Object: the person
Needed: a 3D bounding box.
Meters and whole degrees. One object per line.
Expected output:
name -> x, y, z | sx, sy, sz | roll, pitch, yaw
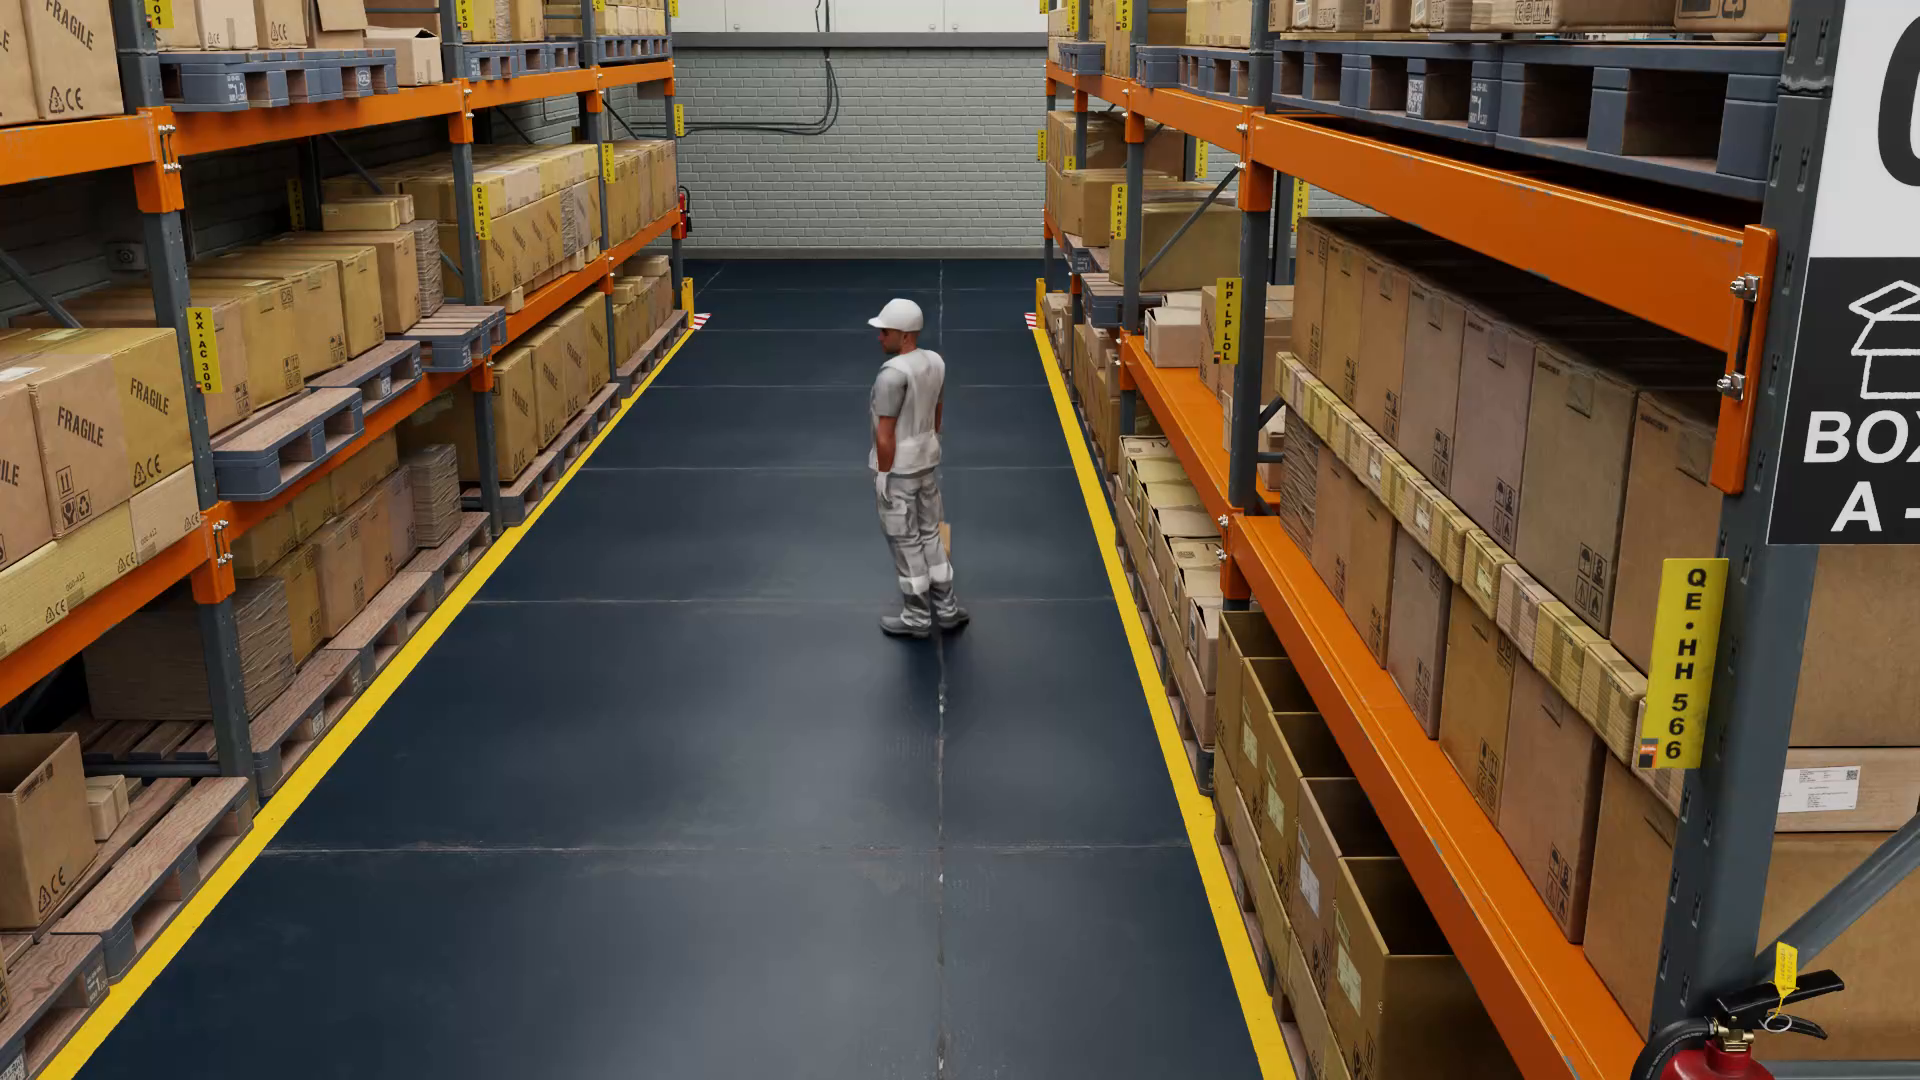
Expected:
person -> -0.242, -0.376, 8.673 | 0.418, 1.787, 0.660 | 12, 21, 34
